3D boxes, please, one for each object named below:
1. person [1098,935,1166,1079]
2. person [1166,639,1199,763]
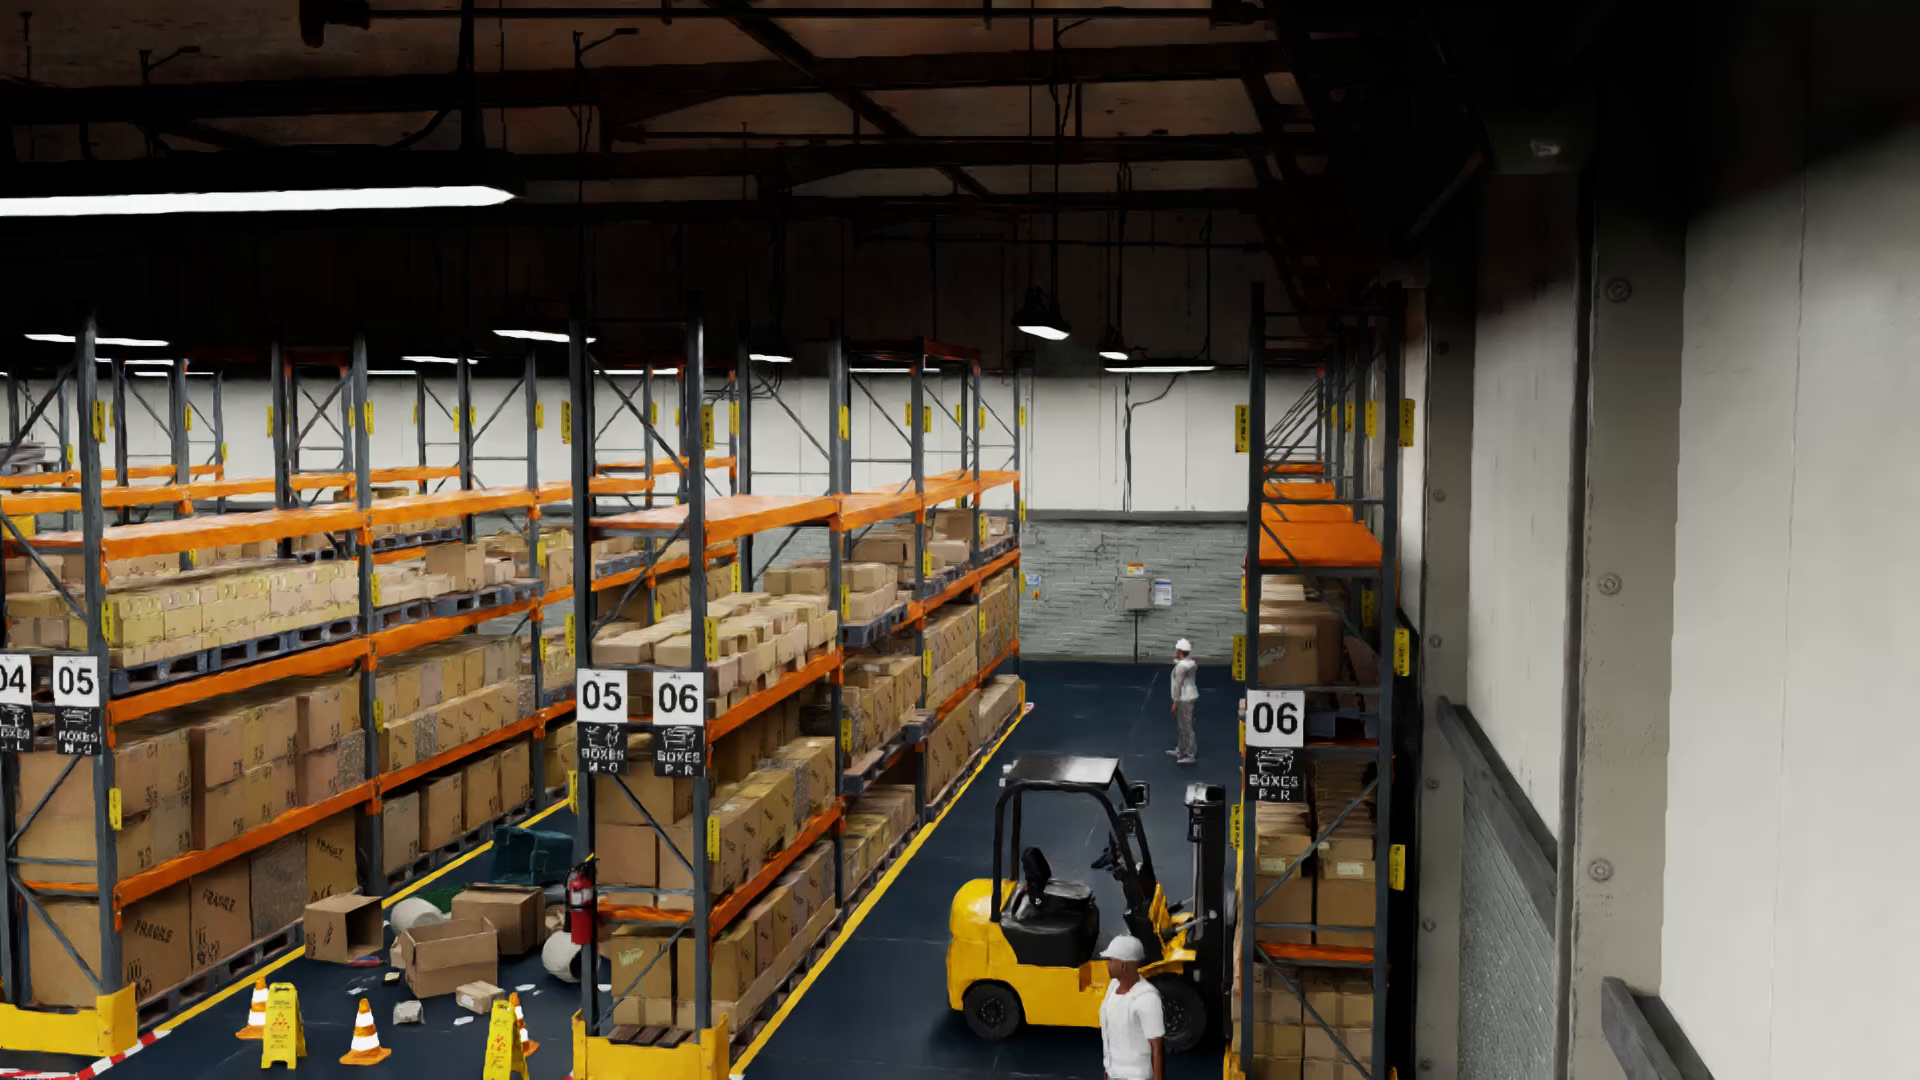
[{"bbox_3d":[1.125,3.419,10.673,0.395,1.760,0.660,-2,5,-22],"label":"person"},{"bbox_3d":[3.238,2.320,24.218,0.569,1.769,0.644,2,5,25],"label":"person"}]
